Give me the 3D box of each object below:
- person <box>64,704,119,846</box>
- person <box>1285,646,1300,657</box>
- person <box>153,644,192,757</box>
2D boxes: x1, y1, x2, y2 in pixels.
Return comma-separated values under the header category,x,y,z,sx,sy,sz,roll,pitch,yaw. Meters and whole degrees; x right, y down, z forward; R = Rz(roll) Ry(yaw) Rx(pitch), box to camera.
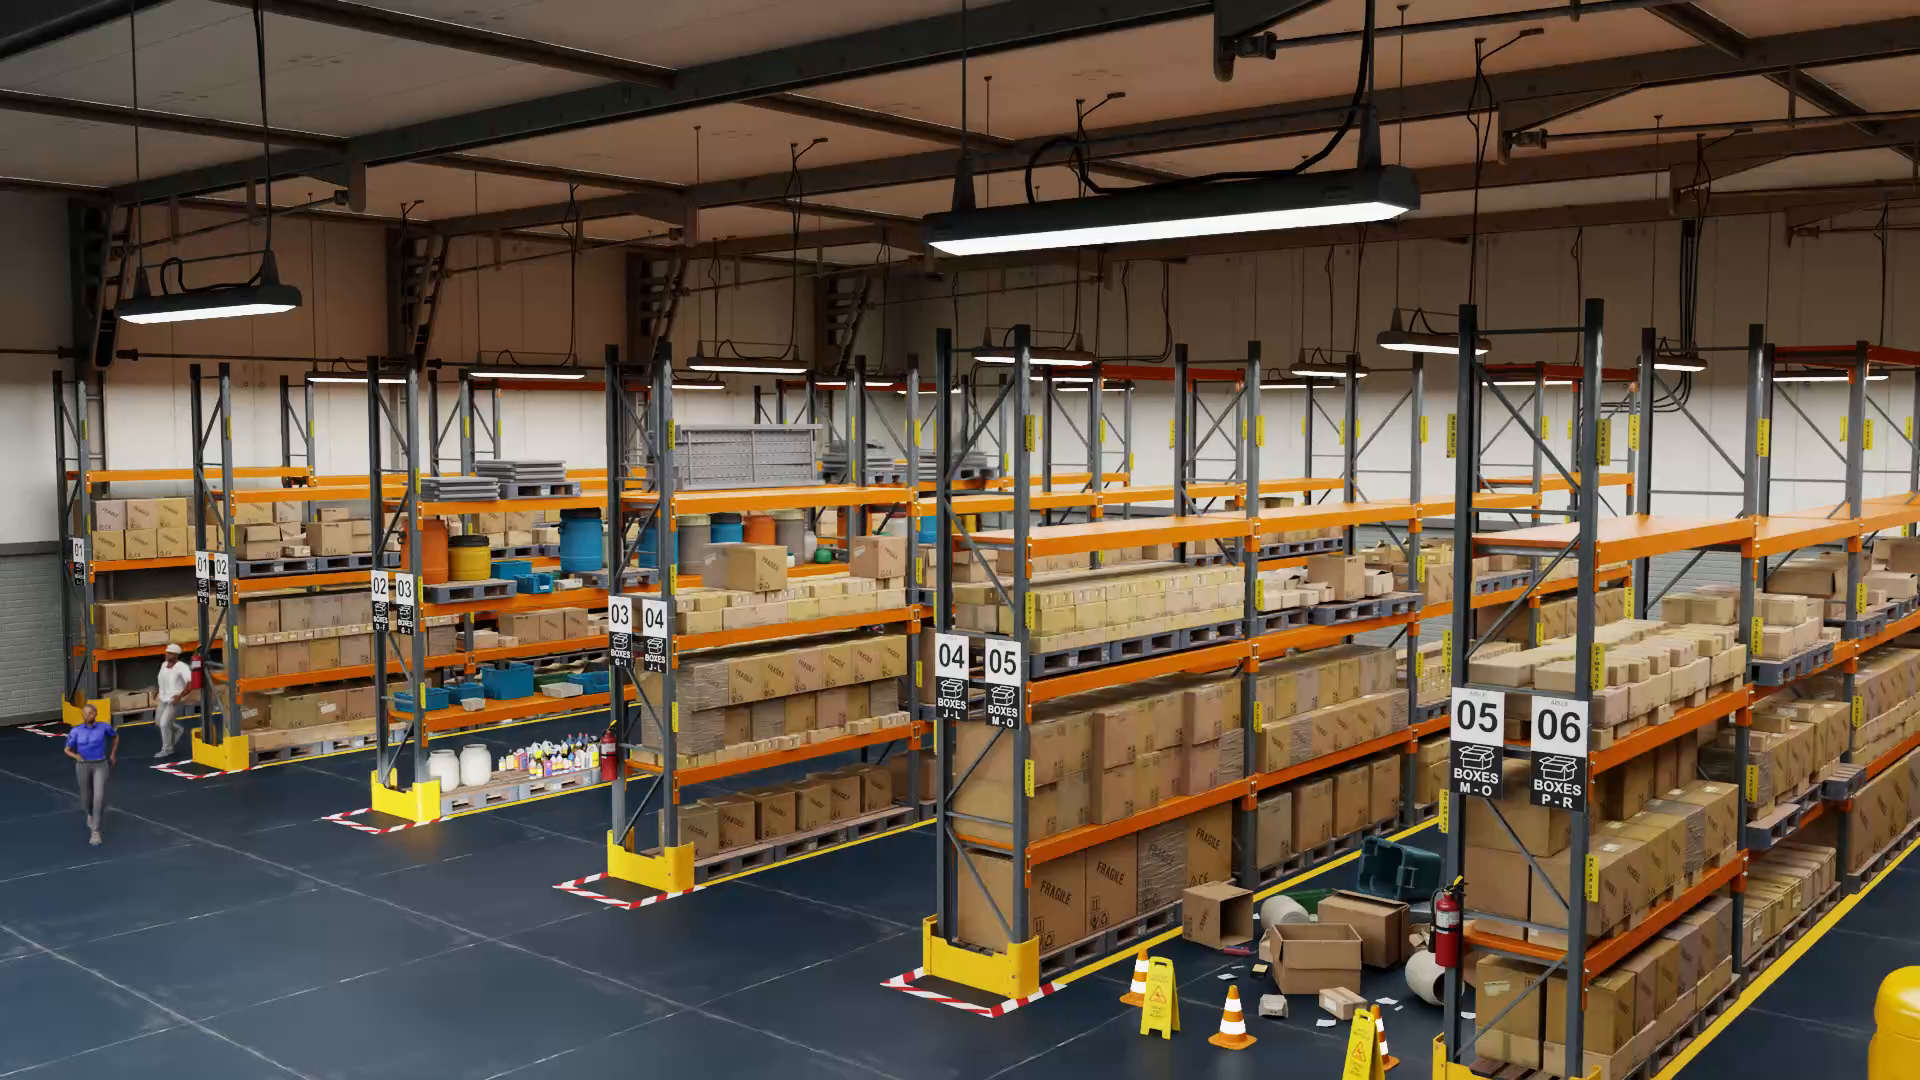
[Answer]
category,x,y,z,sx,sy,sz,roll,pitch,yaw
person,-10.730,2.855,20.561,0.589,1.676,0.923,-2,4,-22
person,5.118,2.464,25.843,0.572,1.709,0.771,2,5,31
person,-12.116,2.463,25.705,0.734,1.742,0.620,2,4,22
